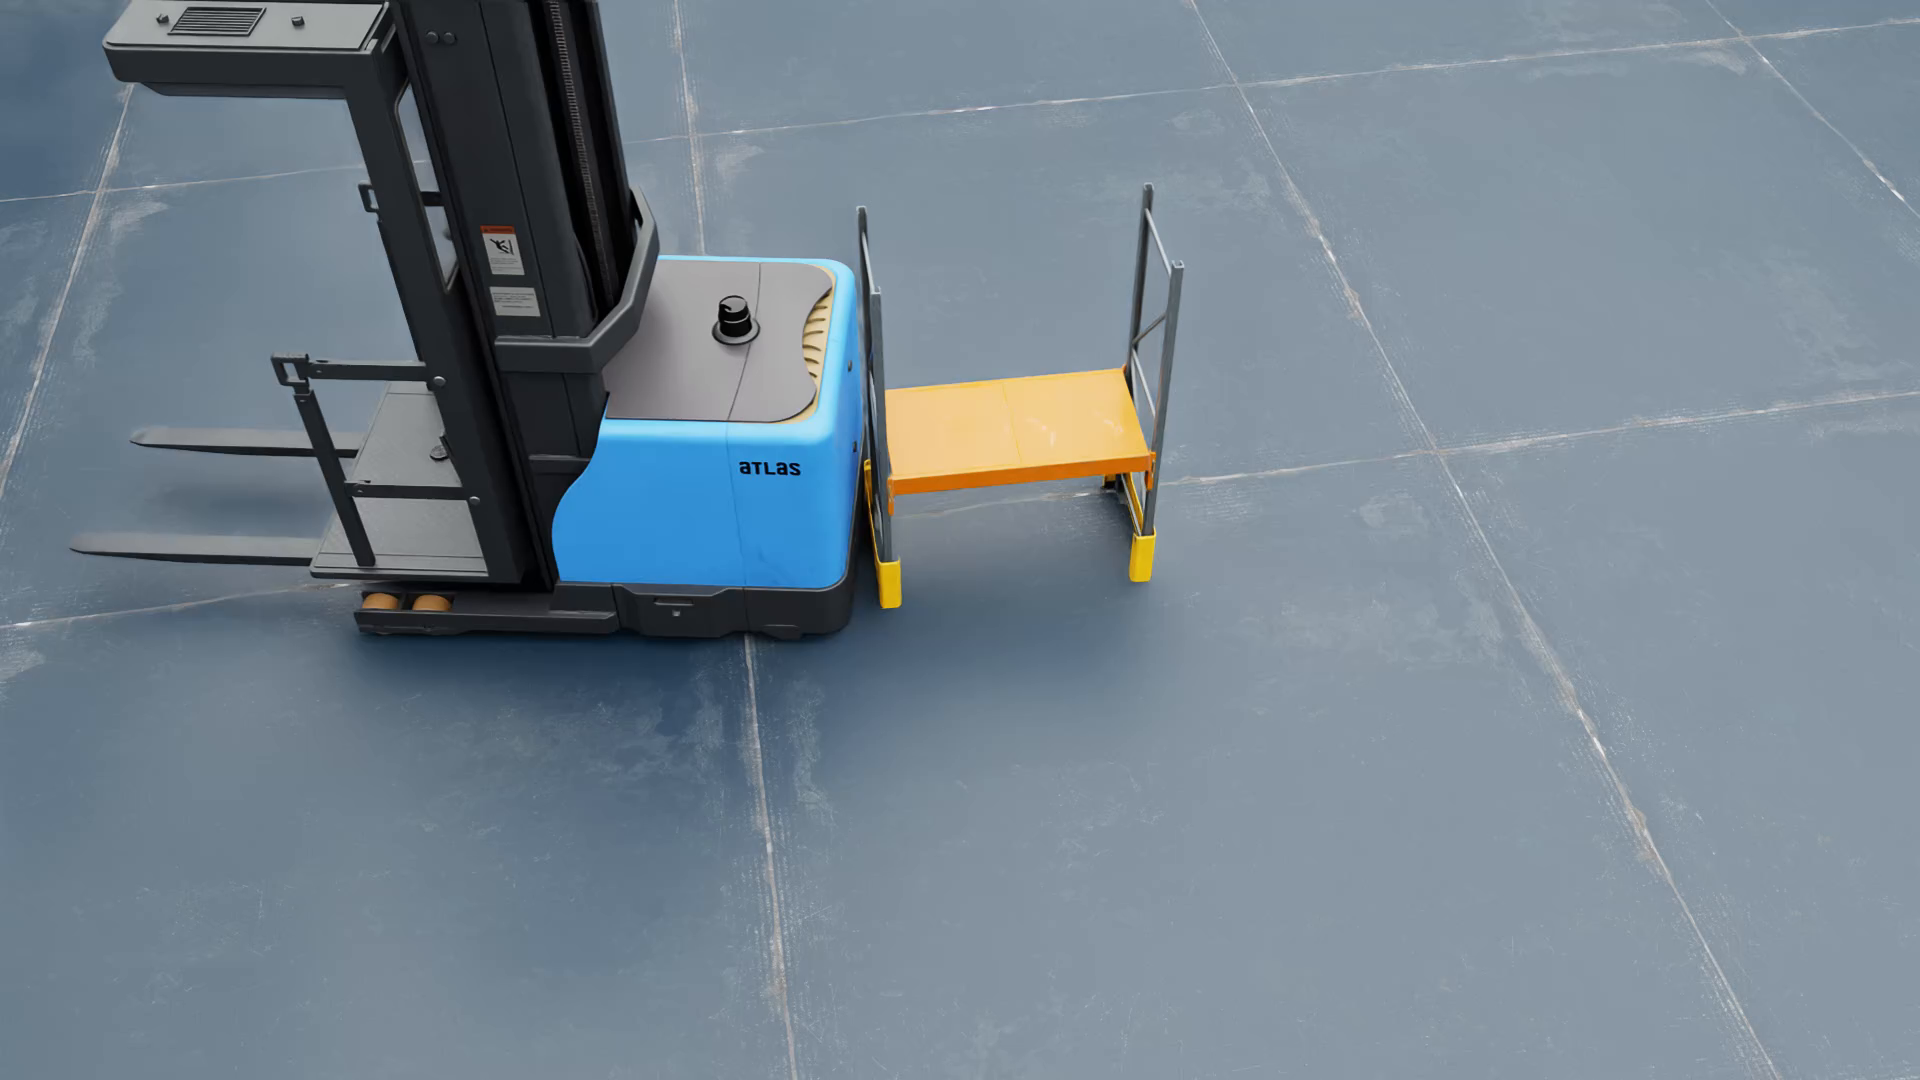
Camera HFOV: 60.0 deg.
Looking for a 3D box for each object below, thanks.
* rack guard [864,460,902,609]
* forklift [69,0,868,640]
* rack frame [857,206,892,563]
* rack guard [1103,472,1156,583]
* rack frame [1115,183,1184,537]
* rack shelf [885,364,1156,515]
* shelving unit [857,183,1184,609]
[{"bbox_3d":[-0.308,-0.030,6.605,0.087,0.250,0.587,-6,46,-6],"label":"rack guard"},{"bbox_3d":[-1.914,-1.029,5.706,3.031,2.935,1.130,2,46,2],"label":"forklift"},{"bbox_3d":[-0.309,-0.463,6.155,0.032,1.500,0.500,-6,46,-6],"label":"rack frame"},{"bbox_3d":[0.679,-0.129,6.701,0.087,0.250,0.587,-6,46,-6],"label":"rack guard"},{"bbox_3d":[0.698,-0.565,6.253,0.032,1.500,0.500,-6,46,-6],"label":"rack frame"},{"bbox_3d":[0.195,-0.389,6.333,1.000,0.185,0.538,-6,46,-6],"label":"rack shelf"},{"bbox_3d":[0.186,-0.513,6.203,1.083,1.500,0.587,-6,46,-6],"label":"shelving unit"}]
